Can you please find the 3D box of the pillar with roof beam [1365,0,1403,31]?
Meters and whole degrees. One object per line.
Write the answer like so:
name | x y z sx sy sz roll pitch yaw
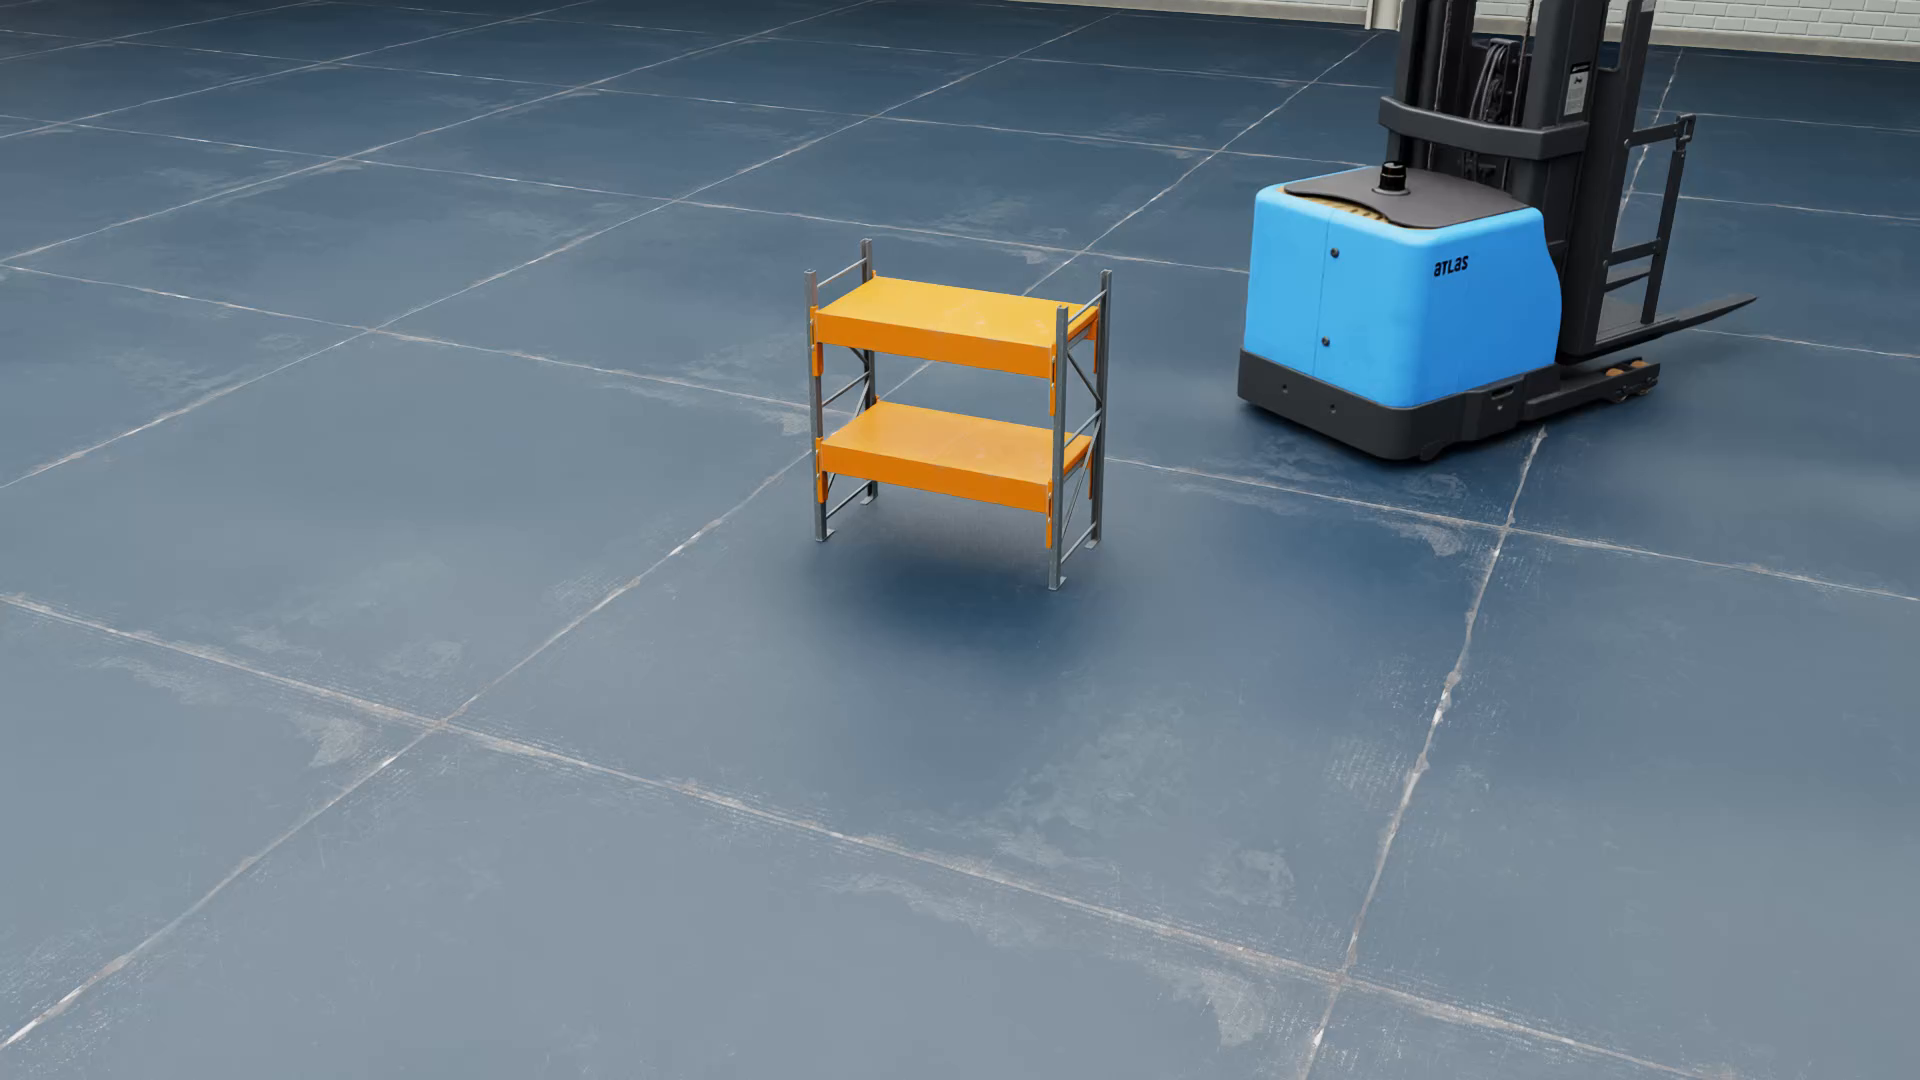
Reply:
pillar with roof beam | 2.835 -7.857 12.520 0.400 9.000 9.100 11 28 22

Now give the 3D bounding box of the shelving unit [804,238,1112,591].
shelving unit | -0.006 -0.506 6.504 1.048 1.125 0.538 11 28 22

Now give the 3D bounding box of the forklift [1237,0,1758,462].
forklift | 2.834 -2.155 7.810 3.031 2.935 1.130 -17 31 -31

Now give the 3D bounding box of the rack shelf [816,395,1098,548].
rack shelf | -0.006 -0.287 6.612 1.000 0.278 0.538 11 28 22

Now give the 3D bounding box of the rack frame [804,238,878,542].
rack frame | -0.469 -0.599 6.693 0.032 1.125 0.500 11 28 22

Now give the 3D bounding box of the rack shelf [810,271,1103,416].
rack shelf | -0.006 -0.768 6.375 1.000 0.278 0.538 11 28 22

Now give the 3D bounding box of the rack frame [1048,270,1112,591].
rack frame | 0.457 -0.413 6.315 0.032 1.125 0.500 11 28 22
